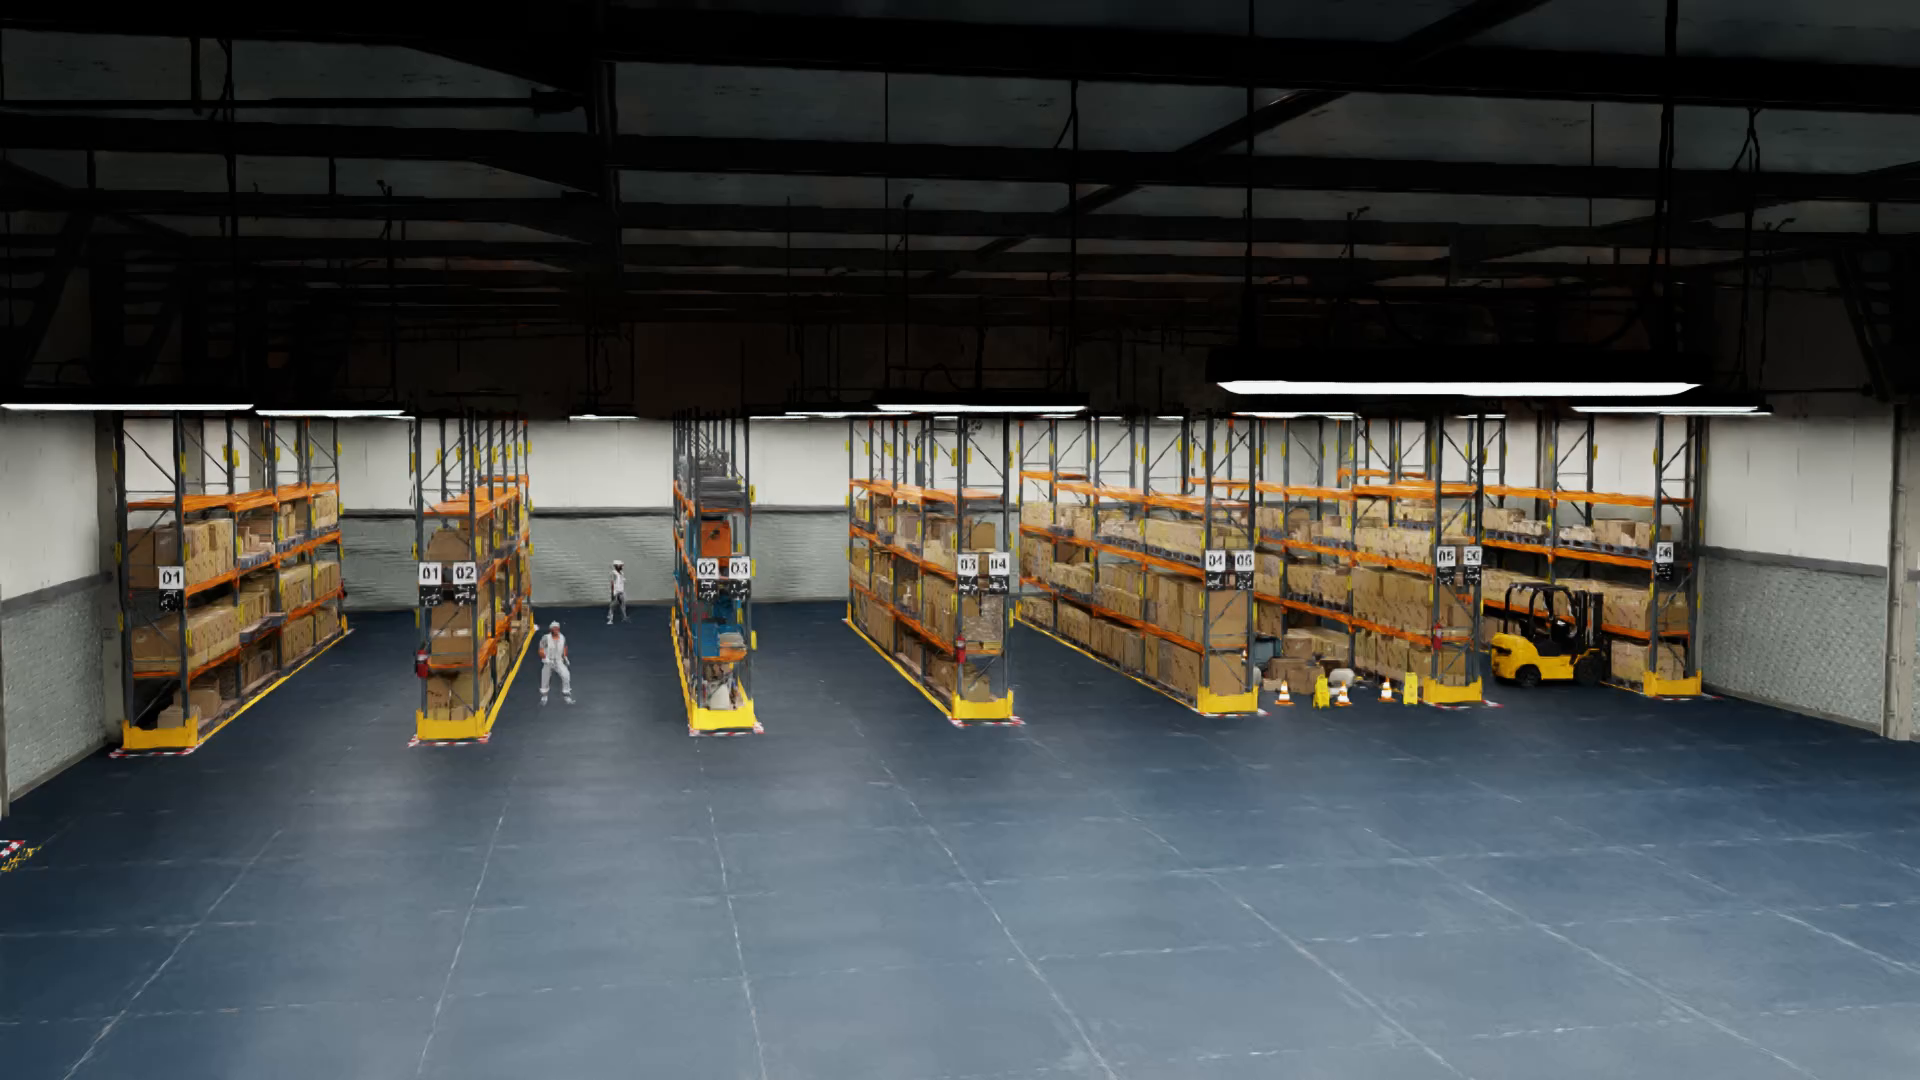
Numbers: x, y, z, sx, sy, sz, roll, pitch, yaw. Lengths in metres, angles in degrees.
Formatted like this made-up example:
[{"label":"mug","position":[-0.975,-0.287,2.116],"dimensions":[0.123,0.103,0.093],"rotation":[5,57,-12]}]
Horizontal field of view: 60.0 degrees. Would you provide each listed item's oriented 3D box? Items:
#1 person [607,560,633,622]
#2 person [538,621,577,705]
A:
[{"label":"person","position":[-9.749,1.445,47.482],"dimensions":[0.543,1.778,0.718],"rotation":[2,4,22]},{"label":"person","position":[-8.169,2.473,33.487],"dimensions":[0.685,1.721,0.805],"rotation":[-2,5,-29]}]
